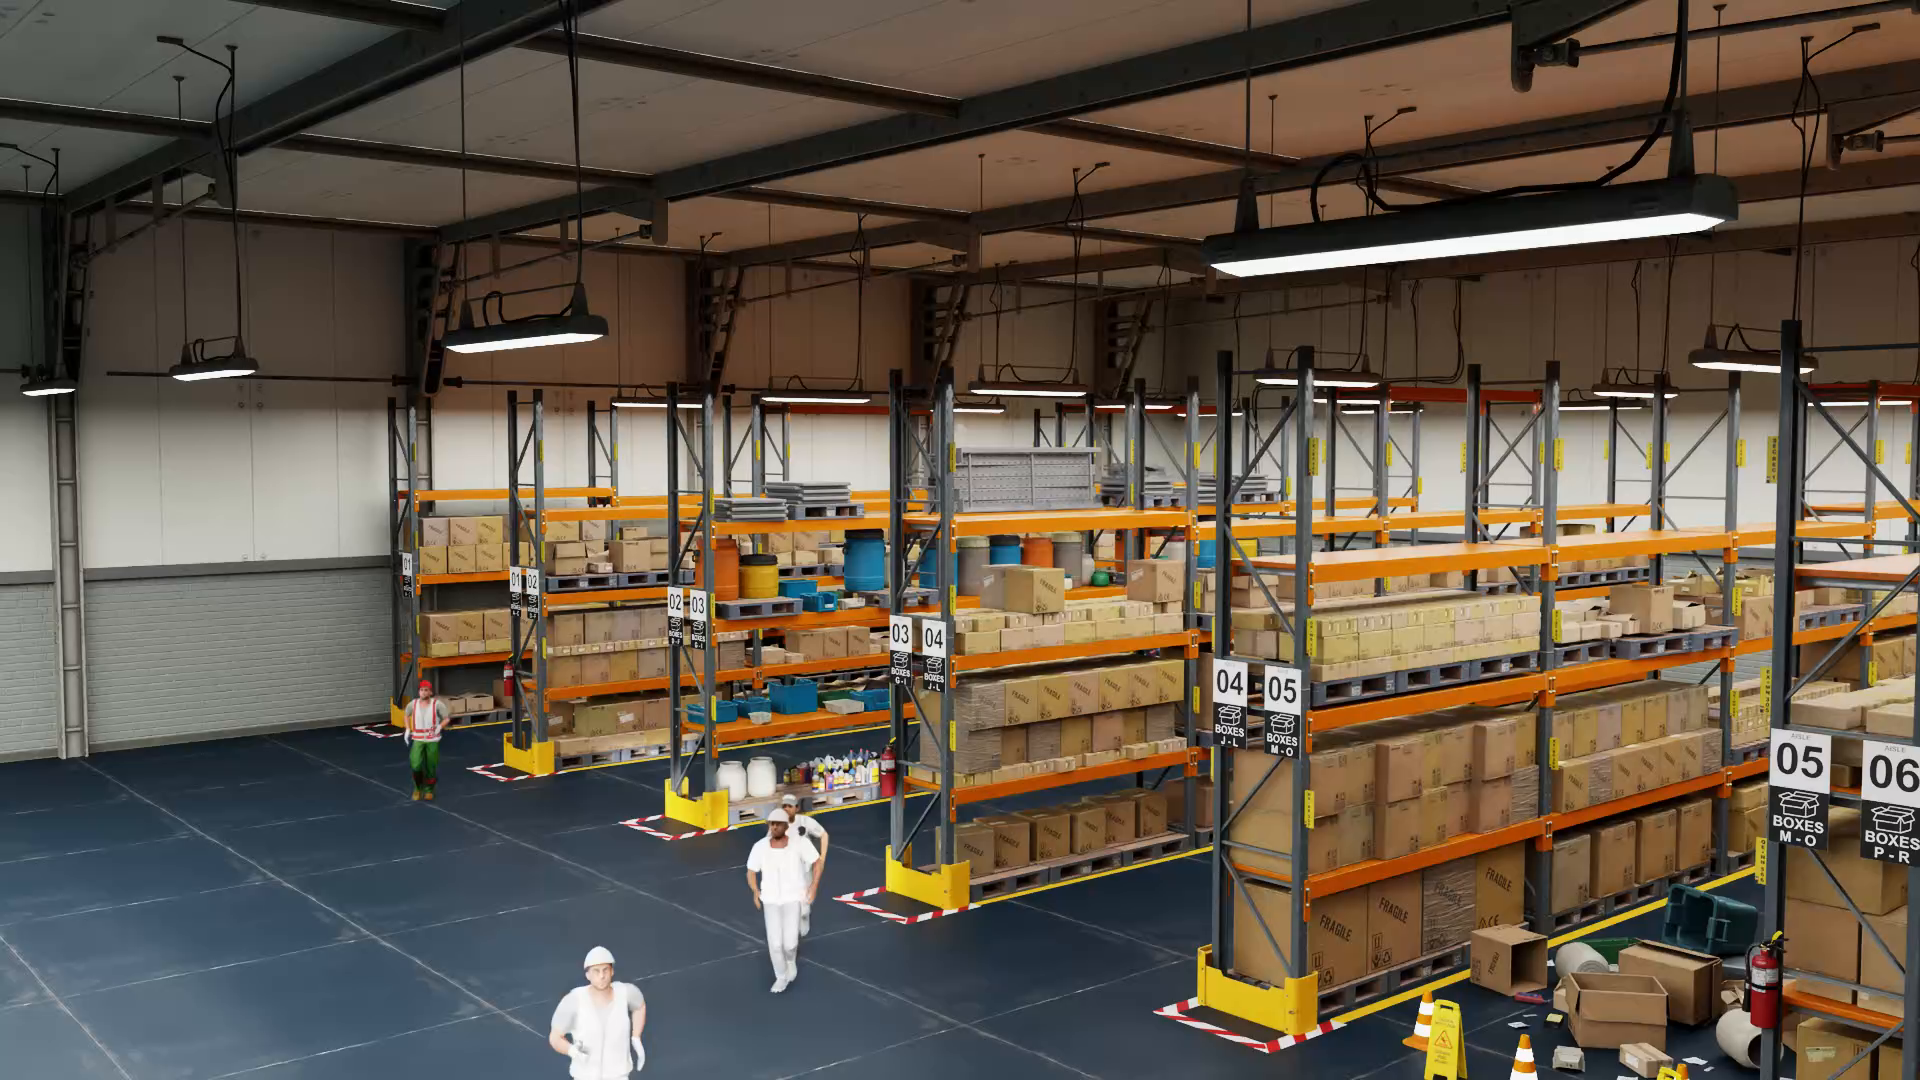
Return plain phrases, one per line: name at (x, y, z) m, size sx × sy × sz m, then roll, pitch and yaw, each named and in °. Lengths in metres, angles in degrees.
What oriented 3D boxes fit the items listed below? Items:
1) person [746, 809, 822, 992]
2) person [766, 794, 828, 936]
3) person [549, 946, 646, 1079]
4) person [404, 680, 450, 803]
person at (-1.674, 3.391, 15.630) m, size 0.708 × 1.723 × 0.517 m, roll 0°, pitch 3°, yaw 3°
person at (-1.675, 3.378, 16.821) m, size 0.635 × 1.629 × 0.600 m, roll 0°, pitch 3°, yaw 4°
person at (-2.416, 3.622, 11.132) m, size 0.637 × 1.836 × 0.788 m, roll -1°, pitch 3°, yaw -12°
person at (-7.639, 2.884, 23.800) m, size 0.655 × 1.760 × 0.659 m, roll -1°, pitch 3°, yaw -13°
